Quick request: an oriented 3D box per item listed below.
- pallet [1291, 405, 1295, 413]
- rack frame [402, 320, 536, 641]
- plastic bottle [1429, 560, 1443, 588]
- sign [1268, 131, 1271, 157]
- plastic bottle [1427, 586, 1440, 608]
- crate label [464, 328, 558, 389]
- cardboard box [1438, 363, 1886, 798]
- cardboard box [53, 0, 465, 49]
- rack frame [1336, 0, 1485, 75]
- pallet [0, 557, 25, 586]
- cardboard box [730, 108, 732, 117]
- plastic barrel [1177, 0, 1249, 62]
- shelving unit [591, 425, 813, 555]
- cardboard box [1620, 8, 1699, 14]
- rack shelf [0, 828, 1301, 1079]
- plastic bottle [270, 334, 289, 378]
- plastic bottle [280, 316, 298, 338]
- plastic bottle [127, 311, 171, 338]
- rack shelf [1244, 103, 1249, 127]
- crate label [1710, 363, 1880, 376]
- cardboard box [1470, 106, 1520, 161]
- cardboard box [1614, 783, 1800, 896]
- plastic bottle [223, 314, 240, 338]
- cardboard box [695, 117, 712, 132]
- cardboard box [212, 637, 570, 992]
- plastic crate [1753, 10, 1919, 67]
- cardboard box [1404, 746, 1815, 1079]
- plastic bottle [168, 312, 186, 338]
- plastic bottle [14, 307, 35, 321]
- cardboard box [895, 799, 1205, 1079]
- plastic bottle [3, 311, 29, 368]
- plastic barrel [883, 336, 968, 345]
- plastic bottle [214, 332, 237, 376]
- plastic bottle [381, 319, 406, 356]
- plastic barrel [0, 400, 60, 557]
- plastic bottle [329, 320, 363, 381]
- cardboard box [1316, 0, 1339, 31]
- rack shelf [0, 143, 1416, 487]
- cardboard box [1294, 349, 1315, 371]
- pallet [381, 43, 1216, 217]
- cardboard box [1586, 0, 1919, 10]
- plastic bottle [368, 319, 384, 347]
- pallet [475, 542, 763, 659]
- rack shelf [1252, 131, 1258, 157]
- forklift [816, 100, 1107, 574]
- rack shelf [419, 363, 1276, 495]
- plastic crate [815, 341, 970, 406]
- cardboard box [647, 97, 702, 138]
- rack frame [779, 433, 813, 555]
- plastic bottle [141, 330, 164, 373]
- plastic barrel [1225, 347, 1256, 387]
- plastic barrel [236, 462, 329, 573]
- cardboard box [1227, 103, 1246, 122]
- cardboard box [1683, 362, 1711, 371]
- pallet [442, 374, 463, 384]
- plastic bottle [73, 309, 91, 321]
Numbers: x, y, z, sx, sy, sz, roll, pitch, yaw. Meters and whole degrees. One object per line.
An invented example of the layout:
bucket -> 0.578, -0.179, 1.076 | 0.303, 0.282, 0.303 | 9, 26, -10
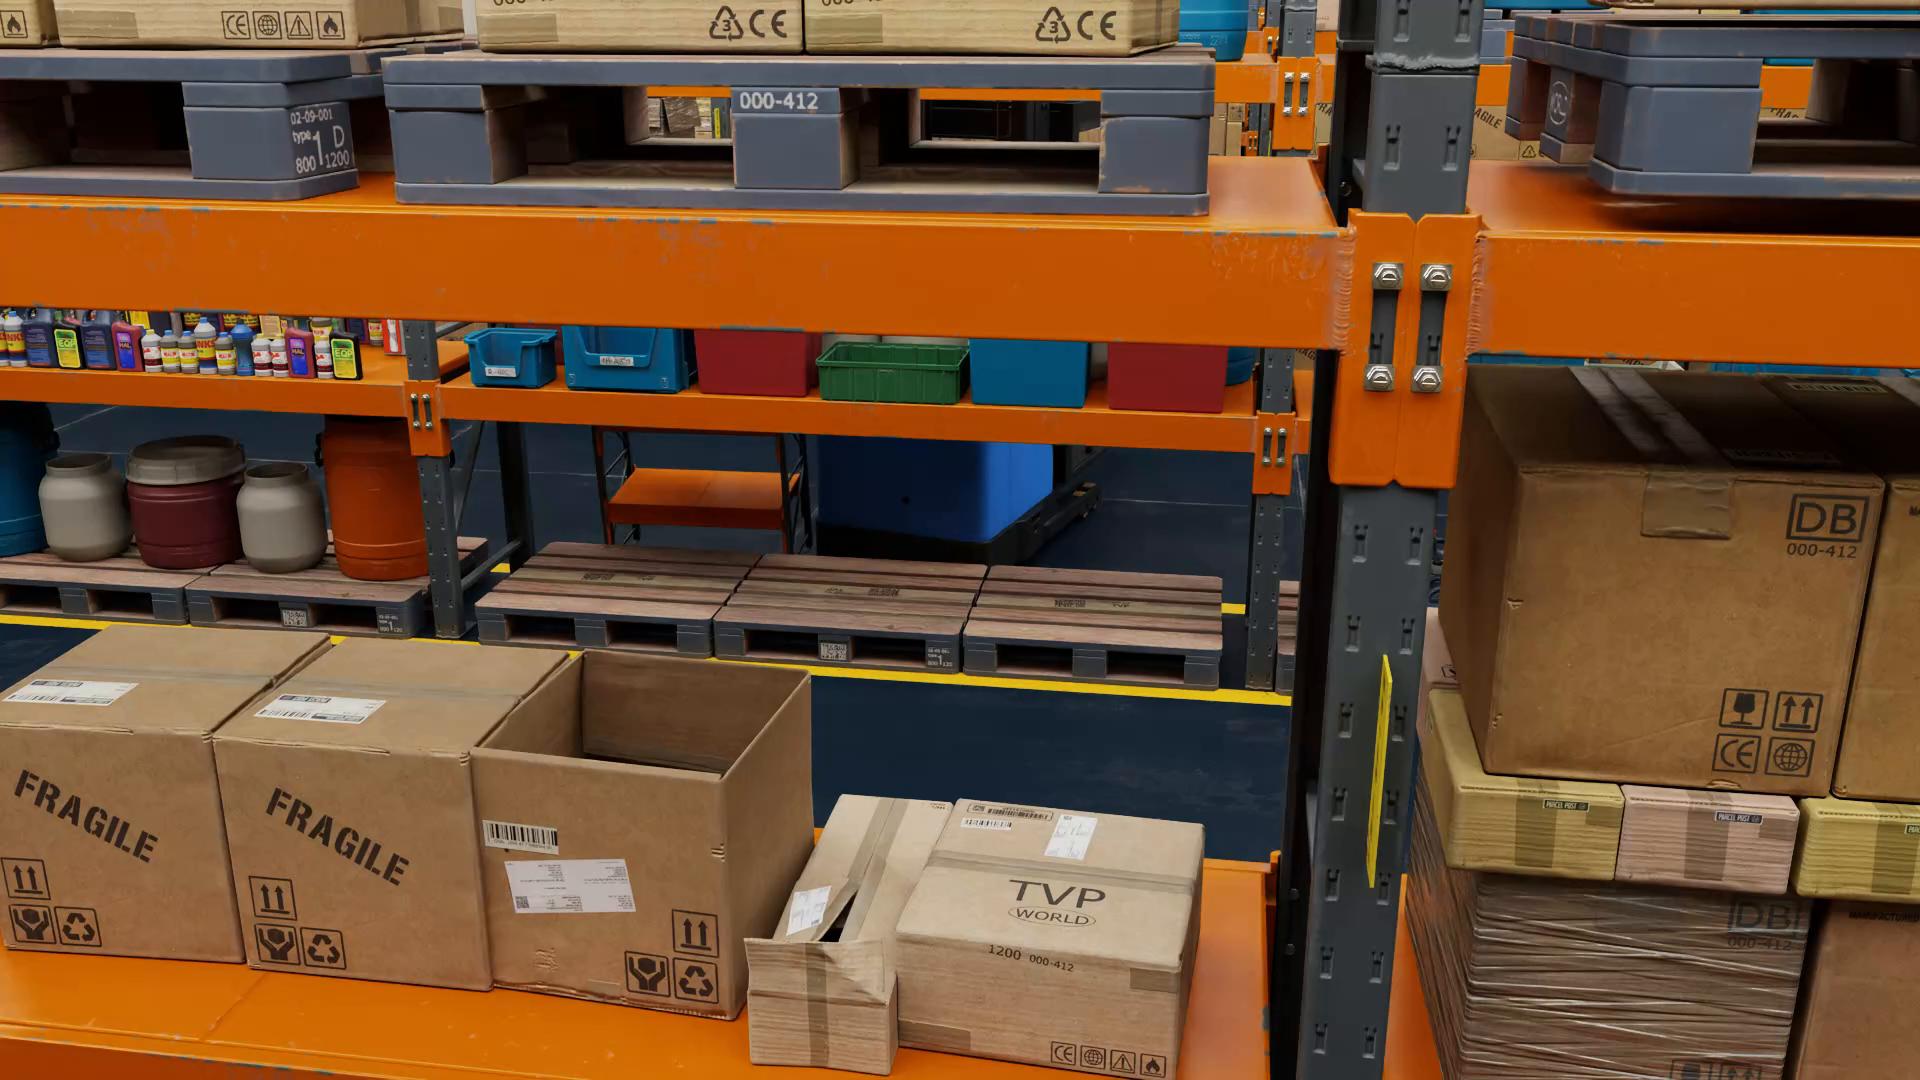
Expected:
pallet -> 2.920, -1.085, 12.714 | 1.213, 0.211, 1.003 | 3, 19, 9
rack frame -> -2.484, -1.080, 8.303 | 0.127, 3.000, 1.000 | 3, 19, 9
plastic bottle -> 2.338, 0.204, 8.066 | 0.135, 0.276, 0.152 | 3, 19, 9
sign -> 2.167, -2.805, 11.635 | 0.005, 0.325, 0.100 | 3, 19, 9
plastic bottle -> 2.197, 0.340, 7.542 | 0.185, 0.351, 0.144 | 3, 19, 10
crate label -> -2.127, -0.862, 7.916 | 0.416, 0.233, 0.303 | 3, 19, 9
cardboard box -> 1.115, 0.031, 2.782 | 0.500, 0.500, 0.700 | 3, 19, 9
cardboard box -> -1.202, -0.993, 2.891 | 0.500, 0.250, 0.500 | 1, 19, 4
rack frame -> 0.676, -2.172, 2.113 | 0.127, 3.000, 1.000 | 3, 19, 9
pallet -> -5.678, 0.093, 9.193 | 1.213, 0.211, 1.003 | 3, 19, 9
cardboard box -> -2.376, -4.476, 17.251 | 0.250, 0.149, 0.380 | 3, 19, 9
plastic barrel -> 0.929, -2.496, 7.020 | 0.708, 0.901, 0.600 | 3, 19, 9
shelving unit -> -1.405, -0.399, 9.132 | 1.048, 1.125, 0.538 | 2, 25, 7
cardboard box -> 4.686, -3.578, 11.278 | 0.500, 0.250, 0.500 | 3, 19, 10
rack shelf -> -1.299, 0.913, 3.479 | 4.000, 0.370, 1.077 | 3, 19, 9
plastic bottle -> -3.290, -0.896, 8.066 | 0.097, 0.201, 0.097 | 0, 18, 0
plastic bottle -> -3.559, -1.153, 8.835 | 0.097, 0.201, 0.097 | 0, 18, 0
plastic bottle -> -4.277, -1.204, 8.753 | 0.185, 0.351, 0.144 | 3, 19, 9
rack shelf -> 2.632, -6.850, 26.681 | 4.000, 0.370, 1.077 | 3, 19, 9
crate label -> 3.555, -0.702, 7.118 | 0.616, 0.435, 0.502 | 3, 19, 9
cardboard box -> 3.643, -2.941, 11.662 | 0.500, 0.500, 0.500 | 3, 19, 9
cardboard box -> 1.158, 0.405, 2.686 | 0.250, 0.149, 0.380 | 3, 19, 9
plastic bottle -> -3.882, -1.203, 8.874 | 0.097, 0.271, 0.097 | 0, 18, 0
cardboard box -> -2.646, -4.348, 17.336 | 0.250, 0.149, 0.380 | 3, 19, 10
cardboard box -> -1.094, 0.530, 3.334 | 0.500, 0.500, 0.500 | 3, 19, 9
plastic crate -> 3.484, -2.094, 6.632 | 0.575, 0.384, 0.392 | 3, 19, 9
cardboard box -> 1.115, 0.646, 2.988 | 0.500, 0.500, 0.700 | 2, 19, 7
plastic bottle -> -4.229, -1.214, 8.900 | 0.135, 0.276, 0.152 | 3, 19, 9
plastic bottle -> -5.003, -1.211, 8.898 | 0.097, 0.271, 0.097 | 0, 18, 0
cardboard box -> 0.183, 0.733, 3.121 | 0.500, 0.250, 0.500 | 4, 19, 12
plastic bottle -> -4.687, -1.000, 8.267 | 0.097, 0.271, 0.097 | 0, 18, 0
plastic barrel -> -0.169, -1.097, 8.140 | 0.433, 0.535, 0.433 | 0, 18, 0
plastic bottle -> -3.578, -0.910, 8.109 | 0.097, 0.201, 0.097 | 0, 18, 0
plastic bottle -> -2.884, -1.097, 8.548 | 0.135, 0.276, 0.152 | 3, 19, 9
plastic barrel -> -5.200, -0.417, 8.967 | 0.708, 0.901, 0.600 | 3, 19, 9
plastic bottle -> -2.951, -0.911, 7.983 | 0.133, 0.283, 0.061 | 3, 19, 9
cardboard box -> 2.655, -3.679, 11.580 | 0.500, 0.250, 0.500 | 2, 19, 7
rack shelf -> -1.299, -0.509, 3.003 | 4.000, 0.370, 1.077 | 3, 19, 9
cardboard box -> 2.640, -1.411, 12.572 | 0.500, 0.500, 0.500 | 2, 19, 7
pallet -> -0.197, -0.699, 2.739 | 1.217, 0.209, 0.805 | 2, 19, 6
cardboard box -> 1.132, -0.954, 2.161 | 0.500, 0.500, 0.500 | 4, 19, 13
plastic bottle -> -3.066, -1.128, 8.760 | 0.097, 0.201, 0.097 | 0, 18, 0
pallet -> -1.725, 0.294, 8.593 | 1.213, 0.211, 1.003 | 3, 19, 9
rack shelf -> 5.798, -5.093, 21.432 | 4.000, 0.370, 1.077 | 3, 19, 9
forklift -> 0.242, -1.572, 9.883 | 1.130, 2.935, 3.031 | 8, 20, 22
rack shelf -> -0.509, -0.638, 8.117 | 4.000, 0.370, 1.077 | 3, 19, 9
plastic crate -> -0.299, -0.777, 7.733 | 0.662, 0.188, 0.450 | 3, 19, 9
cardboard box -> -2.418, -3.197, 12.891 | 0.637, 0.503, 0.797 | 4, 19, 11
rack frame -> -0.901, -0.379, 9.067 | 0.032, 1.125, 0.500 | 2, 25, 7
plastic bottle -> -3.963, -0.930, 8.168 | 0.097, 0.201, 0.097 | 0, 18, 0
plastic barrel -> 1.132, -1.231, 7.964 | 0.708, 0.901, 0.600 | 3, 19, 9
plastic barrel -> -3.541, -0.119, 8.690 | 0.421, 0.512, 0.421 | 0, 18, 0
cardboard box -> 2.646, -4.524, 16.863 | 0.500, 0.500, 0.700 | 3, 19, 8
cardboard box -> 5.587, -1.279, 12.177 | 0.500, 0.500, 0.500 | 7, 20, 19
pallet -> -3.666, -1.435, 13.758 | 1.213, 0.211, 1.003 | 3, 19, 9
plastic bottle -> -4.772, -1.242, 8.982 | 0.135, 0.276, 0.152 | 3, 19, 9
